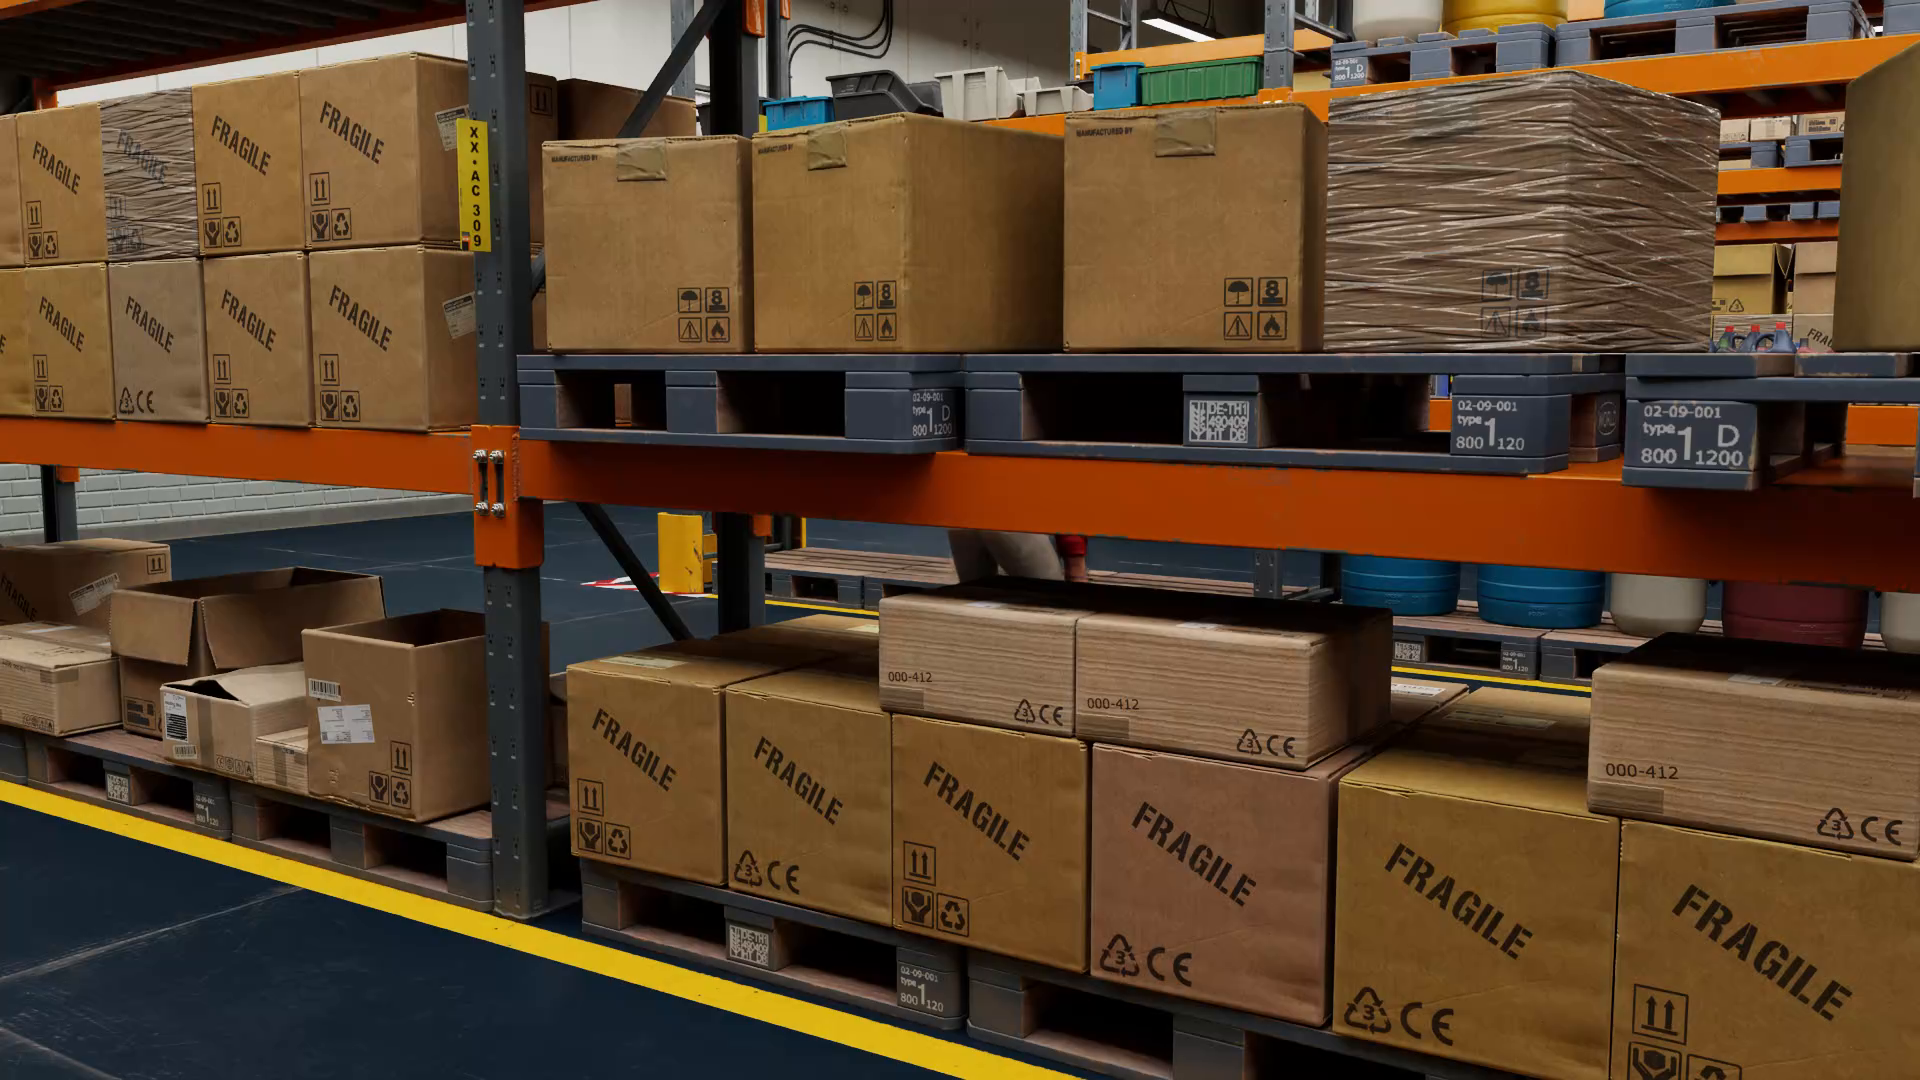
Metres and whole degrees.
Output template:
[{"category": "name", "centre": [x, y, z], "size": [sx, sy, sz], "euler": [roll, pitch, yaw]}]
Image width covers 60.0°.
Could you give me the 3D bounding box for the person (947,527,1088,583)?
[{"category": "person", "centre": [0.302, 0.163, 7.495], "size": [0.508, 1.049, 0.947], "euler": [4, 7, 31]}]
